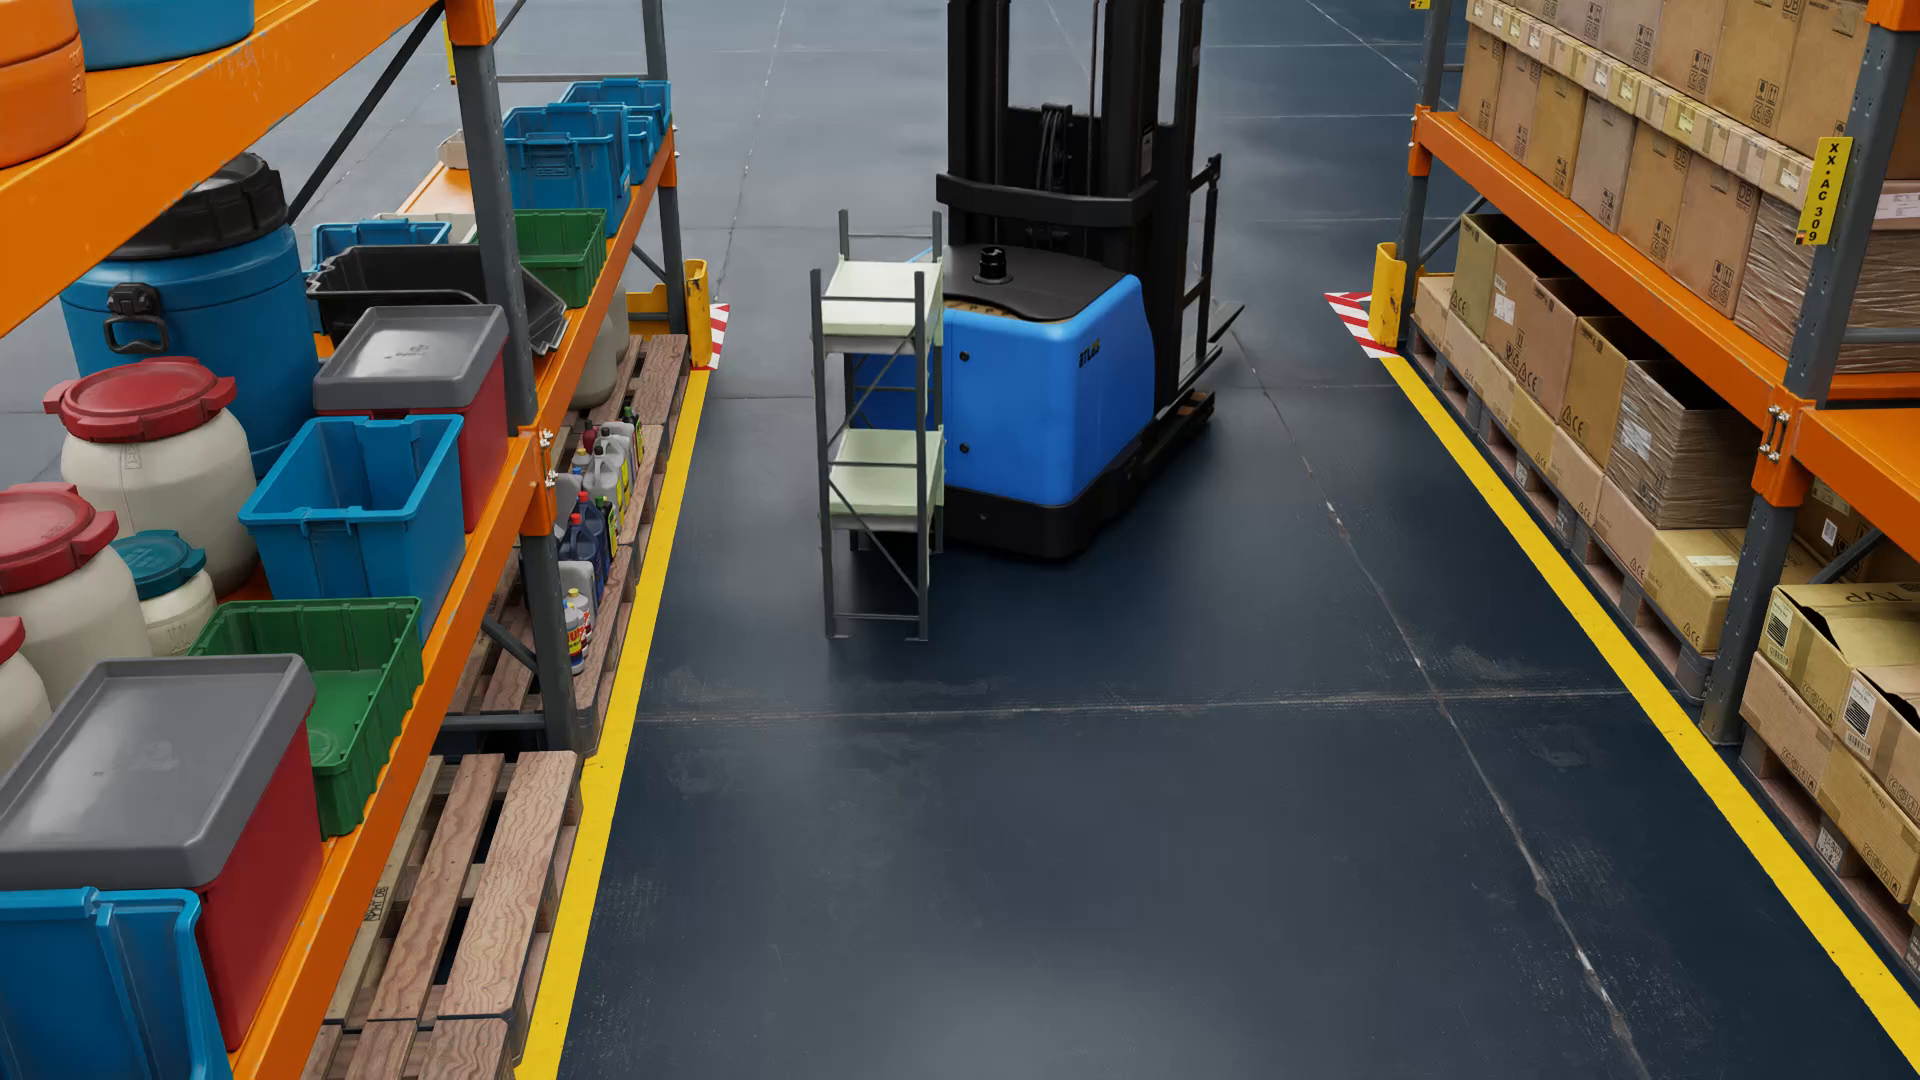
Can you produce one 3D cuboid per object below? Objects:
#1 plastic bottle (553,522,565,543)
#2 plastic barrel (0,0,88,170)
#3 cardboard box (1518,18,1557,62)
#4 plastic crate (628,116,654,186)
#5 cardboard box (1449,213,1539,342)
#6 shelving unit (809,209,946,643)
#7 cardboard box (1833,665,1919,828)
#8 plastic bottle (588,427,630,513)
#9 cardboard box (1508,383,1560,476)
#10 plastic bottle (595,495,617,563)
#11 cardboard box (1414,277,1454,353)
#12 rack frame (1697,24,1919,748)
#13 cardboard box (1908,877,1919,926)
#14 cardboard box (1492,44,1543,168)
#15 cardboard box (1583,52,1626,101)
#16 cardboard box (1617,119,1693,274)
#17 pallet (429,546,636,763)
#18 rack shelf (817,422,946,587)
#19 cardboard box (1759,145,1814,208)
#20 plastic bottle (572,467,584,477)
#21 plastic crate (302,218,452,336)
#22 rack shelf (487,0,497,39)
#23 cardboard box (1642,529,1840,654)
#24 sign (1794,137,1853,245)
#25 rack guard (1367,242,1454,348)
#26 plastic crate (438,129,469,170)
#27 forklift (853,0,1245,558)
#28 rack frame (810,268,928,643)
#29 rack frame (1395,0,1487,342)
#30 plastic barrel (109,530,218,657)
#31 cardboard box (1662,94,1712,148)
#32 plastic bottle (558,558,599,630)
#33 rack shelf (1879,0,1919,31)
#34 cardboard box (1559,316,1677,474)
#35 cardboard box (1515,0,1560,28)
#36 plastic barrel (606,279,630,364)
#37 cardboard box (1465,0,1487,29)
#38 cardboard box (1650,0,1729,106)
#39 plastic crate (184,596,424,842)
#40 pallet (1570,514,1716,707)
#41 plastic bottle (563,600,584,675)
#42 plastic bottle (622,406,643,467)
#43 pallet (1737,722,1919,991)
[{"bbox_3d":[-1.559,0.046,6.393,0.097,0.271,0.097,0,28,0],"label":"plastic bottle"},{"bbox_3d":[-1.455,-0.882,1.989,0.600,0.830,0.708,-1,28,-3],"label":"plastic barrel"},{"bbox_3d":[2.779,-2.279,7.566,0.380,0.149,0.250,-2,28,-3],"label":"cardboard box"},{"bbox_3d":[-1.659,-1.779,7.579,0.499,0.251,0.408,-1,28,-3],"label":"plastic crate"},{"bbox_3d":[2.769,-1.303,8.213,0.500,0.500,0.500,-1,28,-3],"label":"cardboard box"},{"bbox_3d":[-0.298,-0.445,6.481,0.431,1.500,0.755,2,28,4],"label":"shelving unit"},{"bbox_3d":[2.937,0.573,4.821,0.500,0.311,0.500,-2,28,-3],"label":"cardboard box"},{"bbox_3d":[-1.473,-0.295,6.960,0.144,0.351,0.185,0,28,-1],"label":"plastic bottle"},{"bbox_3d":[2.817,-0.508,7.500,0.500,0.250,0.500,-1,28,-3],"label":"cardboard box"},{"bbox_3d":[-1.408,-0.060,6.583,0.061,0.283,0.133,0,28,0],"label":"plastic bottle"},{"bbox_3d":[2.741,-1.201,8.829,0.500,0.250,0.500,-1,28,-3],"label":"cardboard box"},{"bbox_3d":[3.144,-0.640,5.233,1.000,3.000,0.127,-1,28,-3],"label":"rack frame"},{"bbox_3d":[2.972,1.061,4.492,0.500,0.250,0.500,-2,28,-4],"label":"cardboard box"},{"bbox_3d":[2.979,-2.073,7.873,0.700,0.500,0.500,-1,28,-1],"label":"cardboard box"},{"bbox_3d":[2.820,-1.923,6.883,0.380,0.149,0.250,-1,28,-2],"label":"cardboard box"},{"bbox_3d":[3.058,-1.364,6.514,0.700,0.500,0.500,-1,28,-2],"label":"cardboard box"},{"bbox_3d":[-1.797,0.403,6.249,1.003,0.211,1.213,-1,28,-3],"label":"pallet"},{"bbox_3d":[-0.298,-0.155,6.631,0.431,0.370,0.720,2,28,4],"label":"rack shelf"},{"bbox_3d":[2.905,-1.206,5.510,0.380,0.149,0.250,-2,28,-4],"label":"cardboard box"},{"bbox_3d":[-1.591,-0.205,6.950,0.097,0.201,0.097,0,28,0],"label":"plastic bottle"},{"bbox_3d":[-2.132,-0.961,6.009,0.499,0.251,0.616,-1,28,-3],"label":"plastic crate"},{"bbox_3d":[-1.908,-2.457,6.251,1.077,0.370,4.000,-1,28,-3],"label":"rack shelf"},{"bbox_3d":[2.901,0.184,6.172,0.500,0.250,0.500,-1,28,-3],"label":"cardboard box"},{"bbox_3d":[2.589,-1.045,4.988,0.100,0.325,0.005,-1,28,-3],"label":"sign"},{"bbox_3d":[2.933,-1.390,9.374,1.175,0.500,0.348,-1,28,-3],"label":"rack guard"},{"bbox_3d":[-2.287,-1.831,7.803,0.298,0.136,0.250,-1,28,-3],"label":"plastic crate"},{"bbox_3d":[0.628,-1.877,7.679,1.130,2.935,3.031,13,30,23],"label":"forklift"},{"bbox_3d":[-0.325,-0.276,6.157,0.400,1.500,0.023,2,28,4],"label":"rack frame"},{"bbox_3d":[2.935,-2.487,8.775,1.000,3.000,0.127,-1,28,-3],"label":"rack frame"},{"bbox_3d":[-1.887,0.154,3.860,0.301,0.262,0.301,0,28,0],"label":"plastic barrel"},{"bbox_3d":[2.864,-1.562,6.192,0.380,0.149,0.250,-2,28,-3],"label":"cardboard box"},{"bbox_3d":[-1.426,0.184,6.123,0.152,0.276,0.135,0,28,-1],"label":"plastic bottle"},{"bbox_3d":[3.248,-0.727,2.935,1.077,0.370,4.000,-1,28,-3],"label":"rack shelf"},{"bbox_3d":[2.857,-0.610,6.885,0.500,0.500,0.500,-1,28,-3],"label":"cardboard box"},{"bbox_3d":[2.982,-2.624,7.526,0.700,0.500,0.500,-2,28,-4],"label":"cardboard box"},{"bbox_3d":[-1.901,-1.150,8.448,0.421,0.512,0.421,0,28,0],"label":"plastic barrel"},{"bbox_3d":[2.740,-2.633,8.244,0.380,0.149,0.250,-2,28,-3],"label":"cardboard box"},{"bbox_3d":[3.061,-1.929,6.194,0.700,0.500,0.500,-1,28,-3],"label":"cardboard box"},{"bbox_3d":[-1.430,0.369,3.527,0.450,0.188,0.662,-1,28,-3],"label":"plastic crate"},{"bbox_3d":[3.144,0.228,6.584,1.003,0.211,1.213,-1,28,-3],"label":"pallet"},{"bbox_3d":[-1.382,0.335,5.839,0.097,0.271,0.097,0,28,0],"label":"plastic bottle"},{"bbox_3d":[-1.454,-0.469,7.367,0.061,0.283,0.133,-1,28,-1],"label":"plastic bottle"},{"bbox_3d":[3.221,0.936,5.228,1.003,0.211,1.213,-1,28,-3],"label":"pallet"}]
